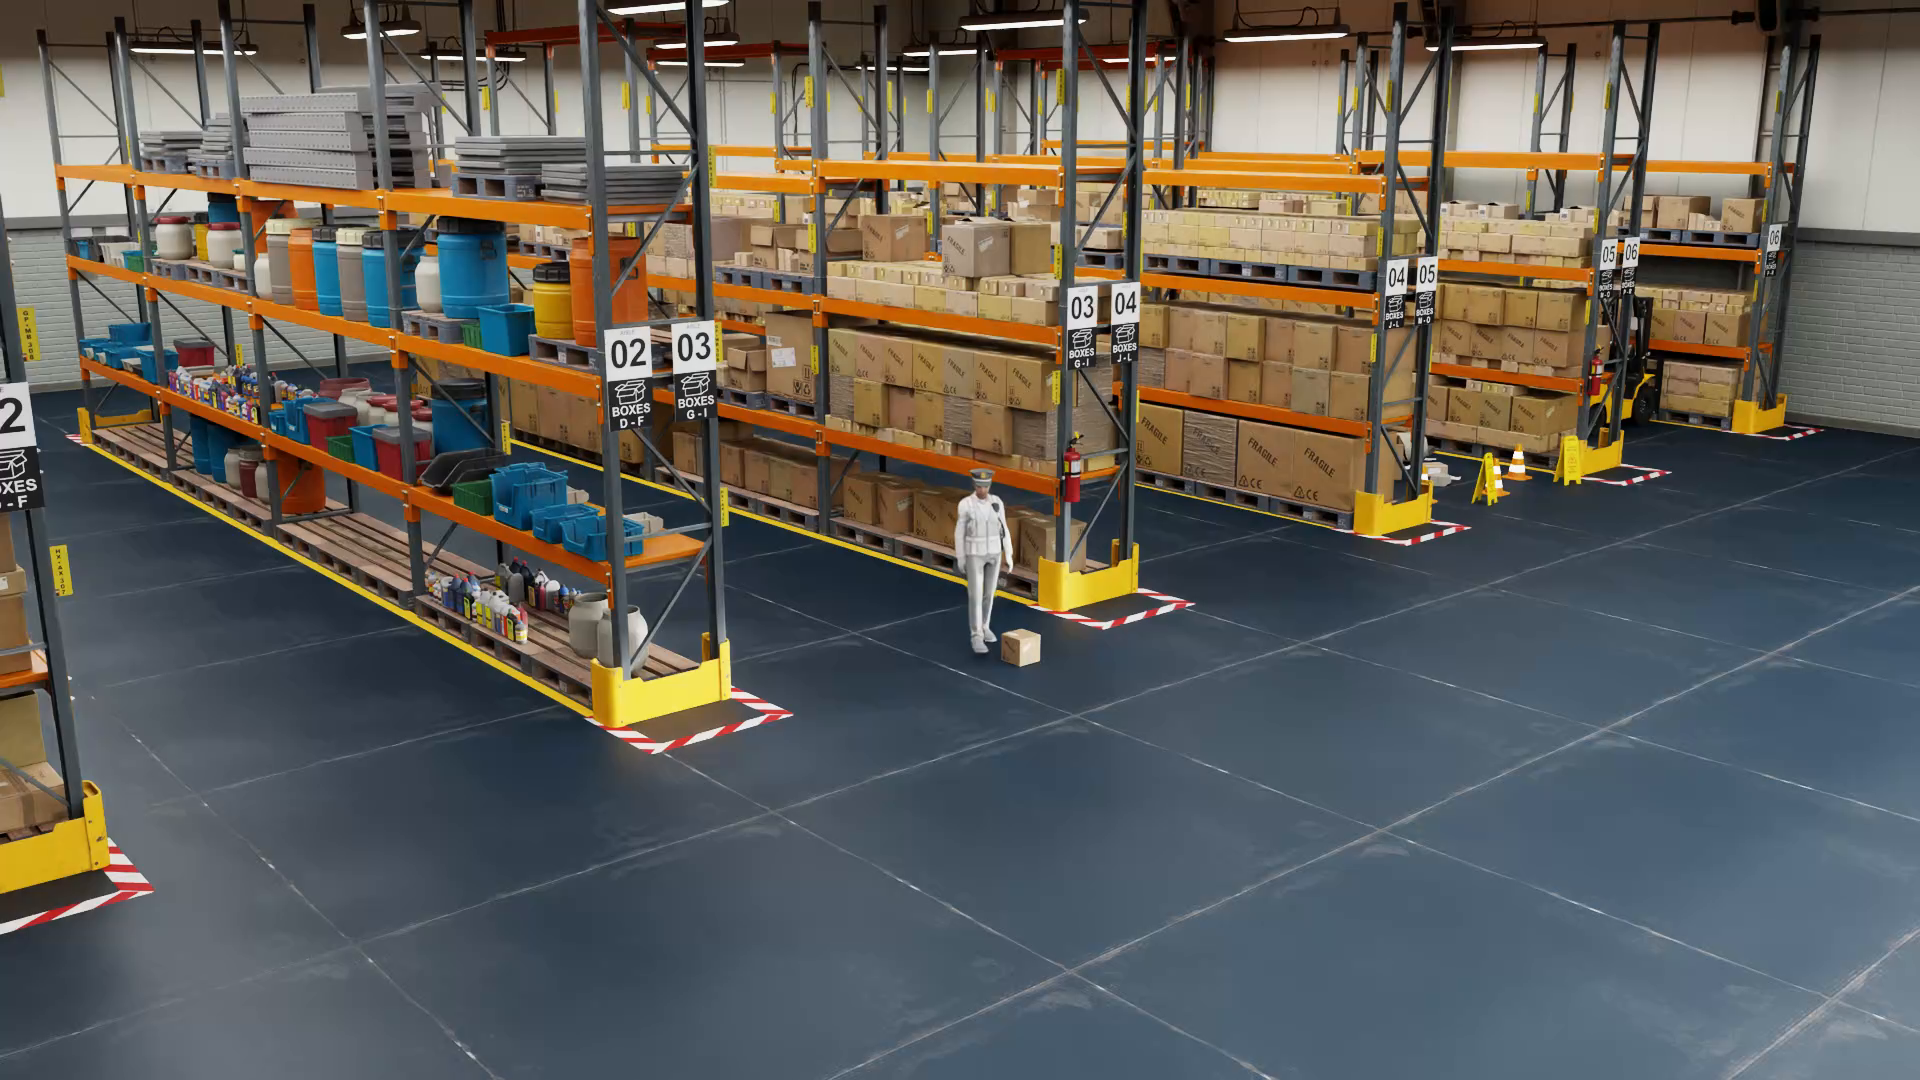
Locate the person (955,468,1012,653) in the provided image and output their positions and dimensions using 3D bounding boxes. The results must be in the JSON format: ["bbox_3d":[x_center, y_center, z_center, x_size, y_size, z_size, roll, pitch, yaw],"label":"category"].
[{"bbox_3d":[0.262,0.186,15.224,0.499,1.659,0.721,-5,15,-20],"label":"person"}]
